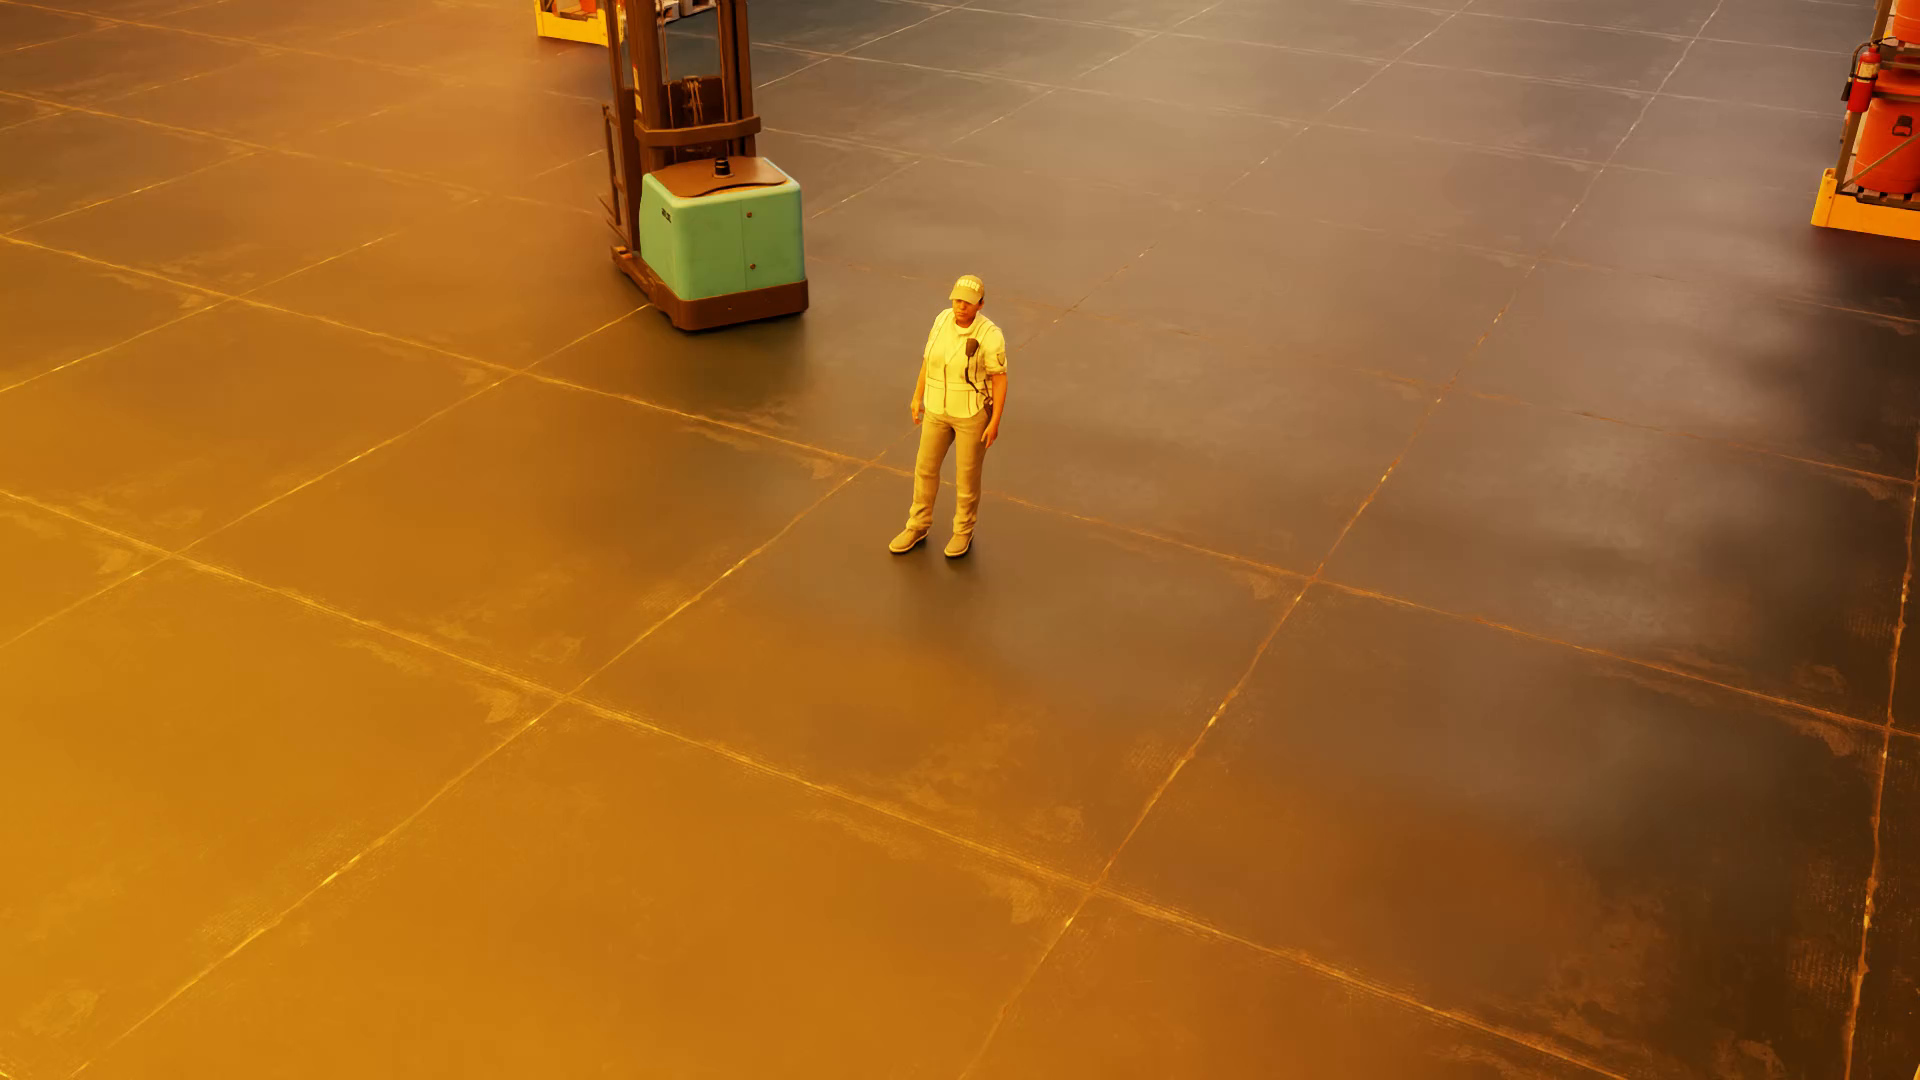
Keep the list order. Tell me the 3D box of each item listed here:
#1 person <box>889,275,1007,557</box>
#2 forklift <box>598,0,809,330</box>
[{"bbox_3d":[-0.057,-0.700,9.534,0.598,1.670,0.529,15,33,25],"label":"person"},{"bbox_3d":[-2.283,-3.573,13.261,1.130,2.935,3.031,-14,33,-22],"label":"forklift"}]
